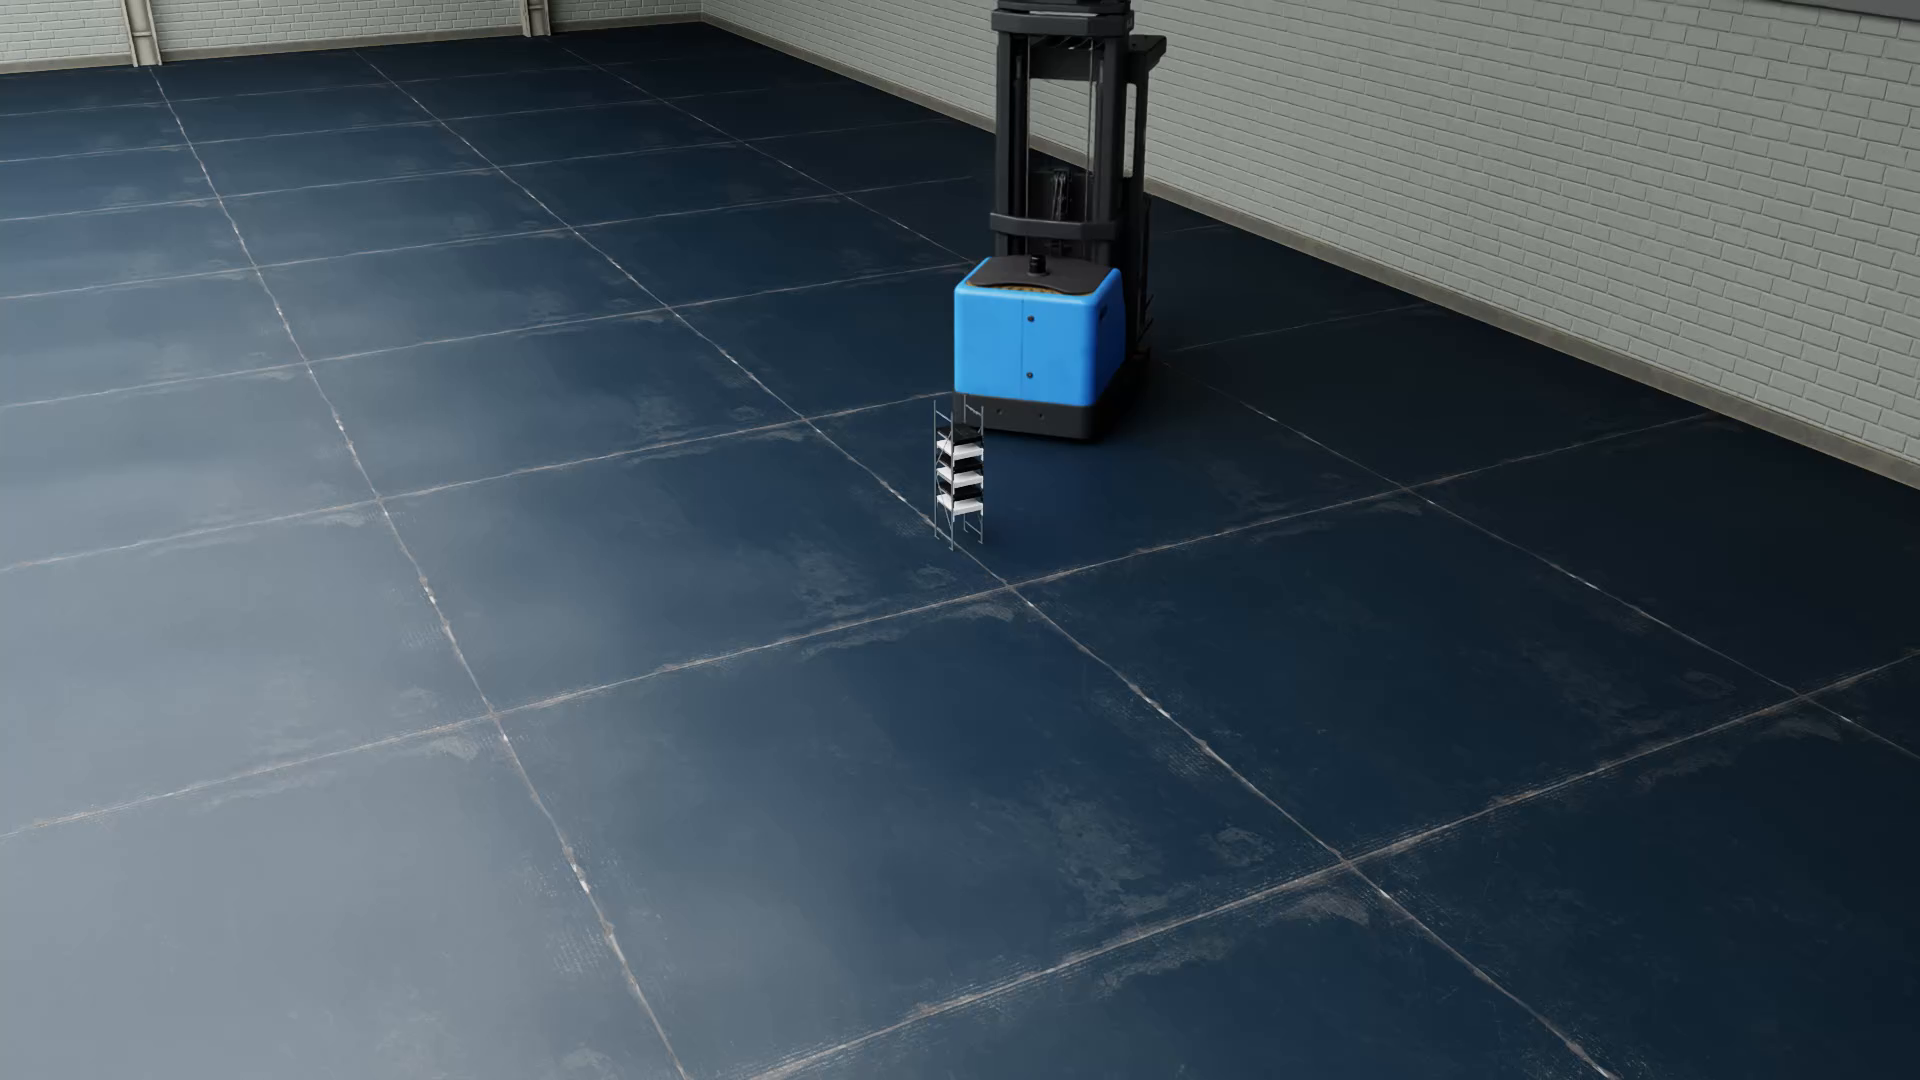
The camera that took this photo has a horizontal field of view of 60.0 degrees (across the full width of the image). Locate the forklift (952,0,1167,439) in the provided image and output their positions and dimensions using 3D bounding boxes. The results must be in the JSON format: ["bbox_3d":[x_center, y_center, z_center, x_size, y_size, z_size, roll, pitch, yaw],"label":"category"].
[{"bbox_3d":[0.867,-2.638,12.359,1.130,2.935,3.031,8,27,15],"label":"forklift"}]

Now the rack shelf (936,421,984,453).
[{"bbox_3d":[-0.007,-0.617,9.949,0.200,0.077,0.258,-13,29,-25],"label":"rack shelf"}]

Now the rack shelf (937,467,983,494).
[{"bbox_3d":[-0.007,-0.374,10.066,0.200,0.077,0.258,-13,29,-25],"label":"rack shelf"}]

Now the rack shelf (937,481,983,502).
[{"bbox_3d":[-0.007,-0.293,10.105,0.200,0.077,0.258,-13,29,-25],"label":"rack shelf"}]

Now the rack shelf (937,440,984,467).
[{"bbox_3d":[-0.007,-0.536,9.988,0.200,0.077,0.258,-13,29,-25],"label":"rack shelf"}]

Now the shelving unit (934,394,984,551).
[{"bbox_3d":[-0.007,-0.404,10.052,0.210,0.900,0.258,-13,29,-25],"label":"shelving unit"}]

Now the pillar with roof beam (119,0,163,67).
[{"bbox_3d":[-10.369,-9.671,19.997,0.400,9.000,9.100,-13,29,-25],"label":"pillar with roof beam"}]

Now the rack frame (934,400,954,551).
[{"bbox_3d":[-0.097,-0.383,10.009,0.006,0.900,0.240,-13,29,-25],"label":"rack frame"}]

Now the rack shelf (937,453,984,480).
[{"bbox_3d":[-0.007,-0.455,10.027,0.200,0.077,0.258,-13,29,-25],"label":"rack shelf"}]

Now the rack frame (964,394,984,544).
[{"bbox_3d":[0.083,-0.425,10.095,0.006,0.900,0.240,-13,29,-25],"label":"rack frame"}]

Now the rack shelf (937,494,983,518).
[{"bbox_3d":[-0.007,-0.212,10.144,0.200,0.077,0.258,-13,29,-25],"label":"rack shelf"}]

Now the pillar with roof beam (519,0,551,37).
[{"bbox_3d":[-5.075,-10.893,22.542,0.400,9.000,9.100,-13,29,-25],"label":"pillar with roof beam"}]
